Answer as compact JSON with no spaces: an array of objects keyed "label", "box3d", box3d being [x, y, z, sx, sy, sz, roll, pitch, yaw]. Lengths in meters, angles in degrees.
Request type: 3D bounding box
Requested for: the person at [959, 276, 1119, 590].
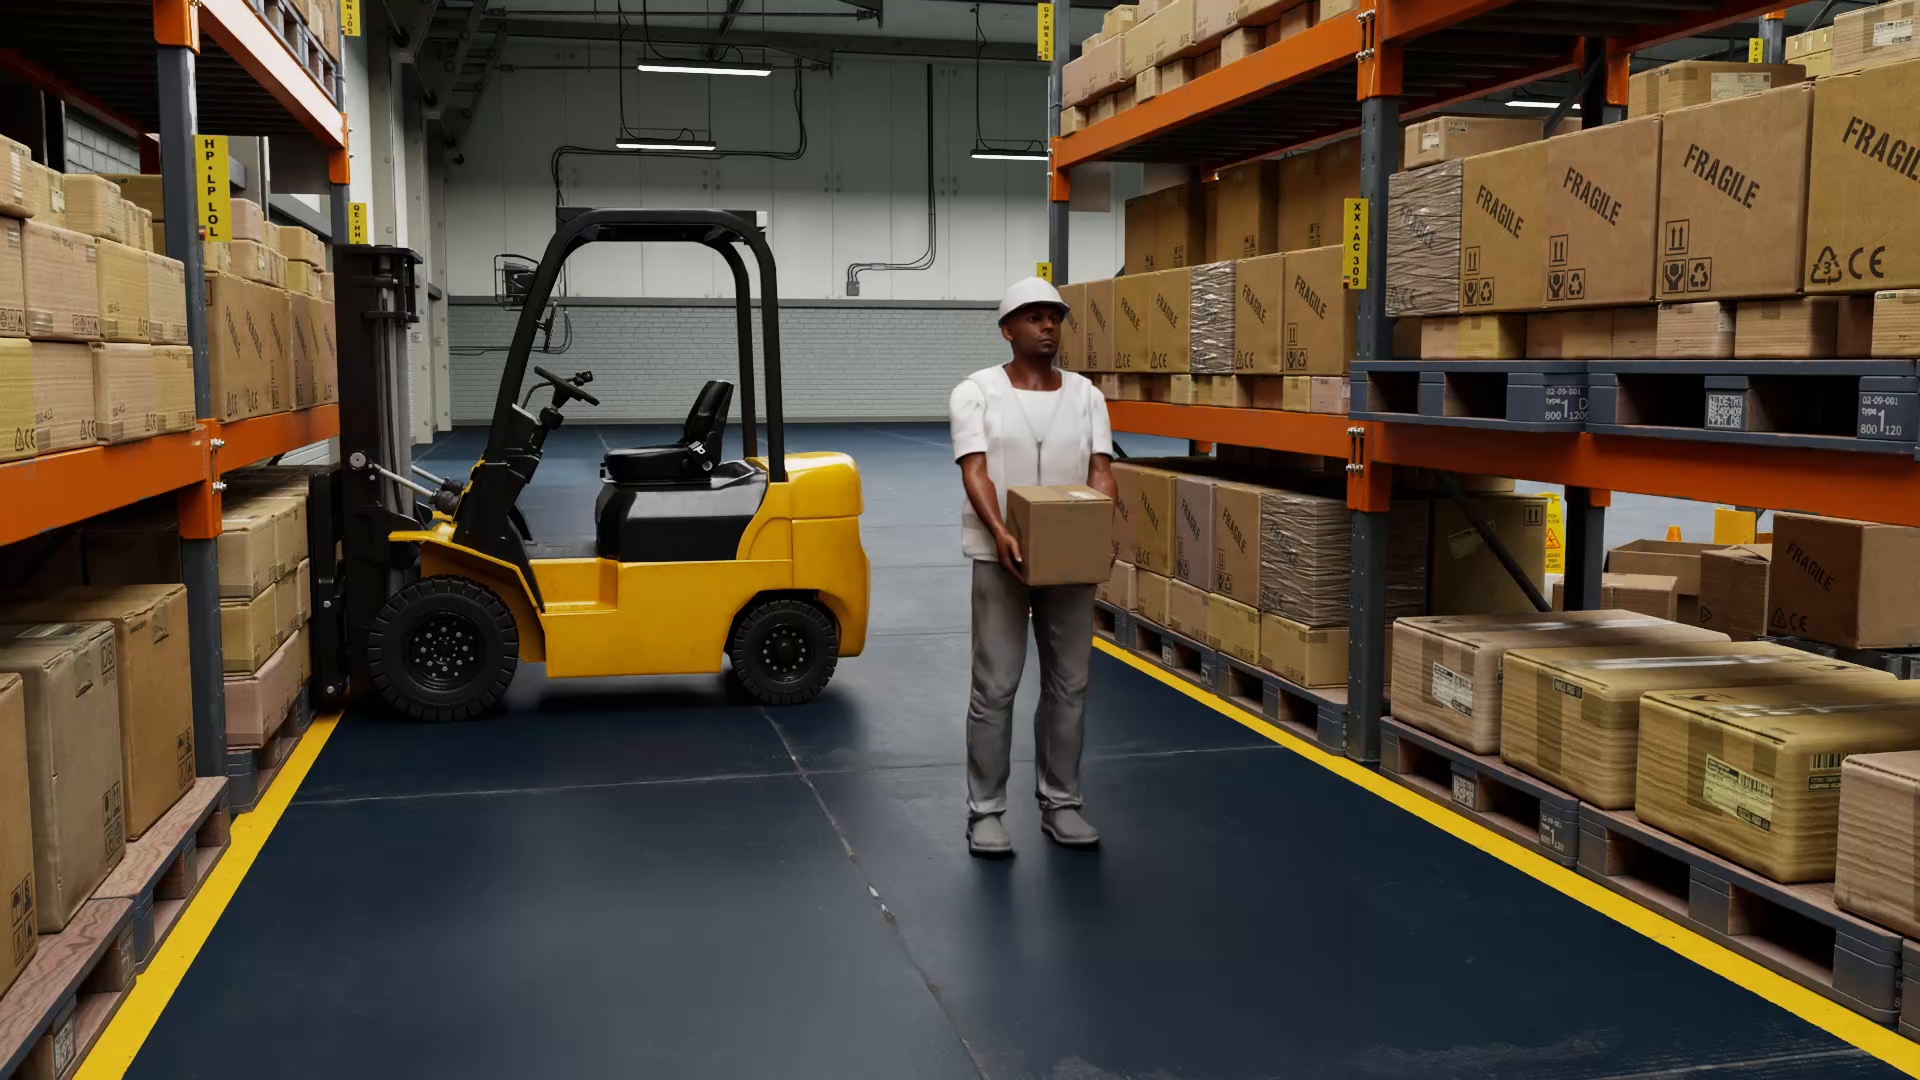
[{"label":"person","box3d":[0.250,-0.340,5.078,0.495,0.934,0.571,-2,6,-14]}]
